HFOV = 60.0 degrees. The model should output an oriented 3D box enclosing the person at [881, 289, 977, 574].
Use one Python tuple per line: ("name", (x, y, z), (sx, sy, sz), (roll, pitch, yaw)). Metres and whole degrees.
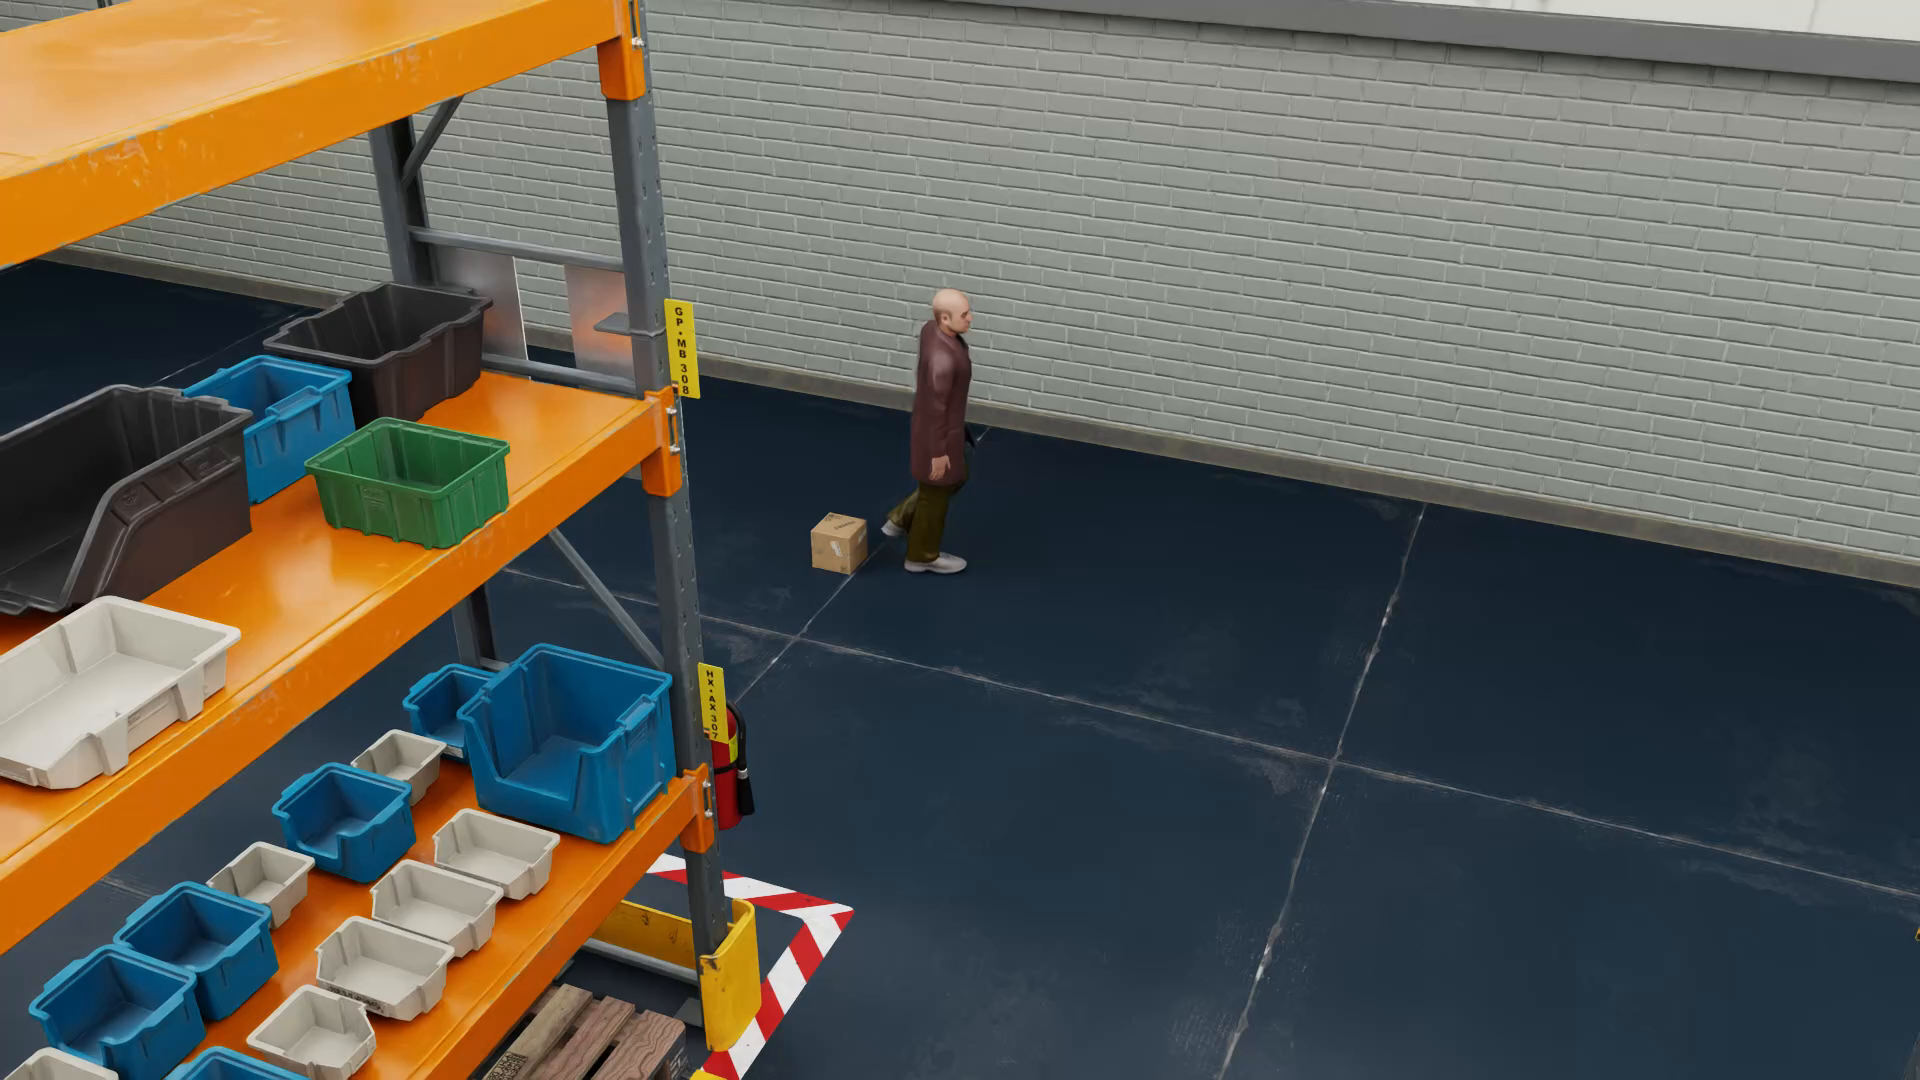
("person", (-0.179, -0.606, 9.481), (0.567, 1.771, 0.626), (-1, 29, -3))
